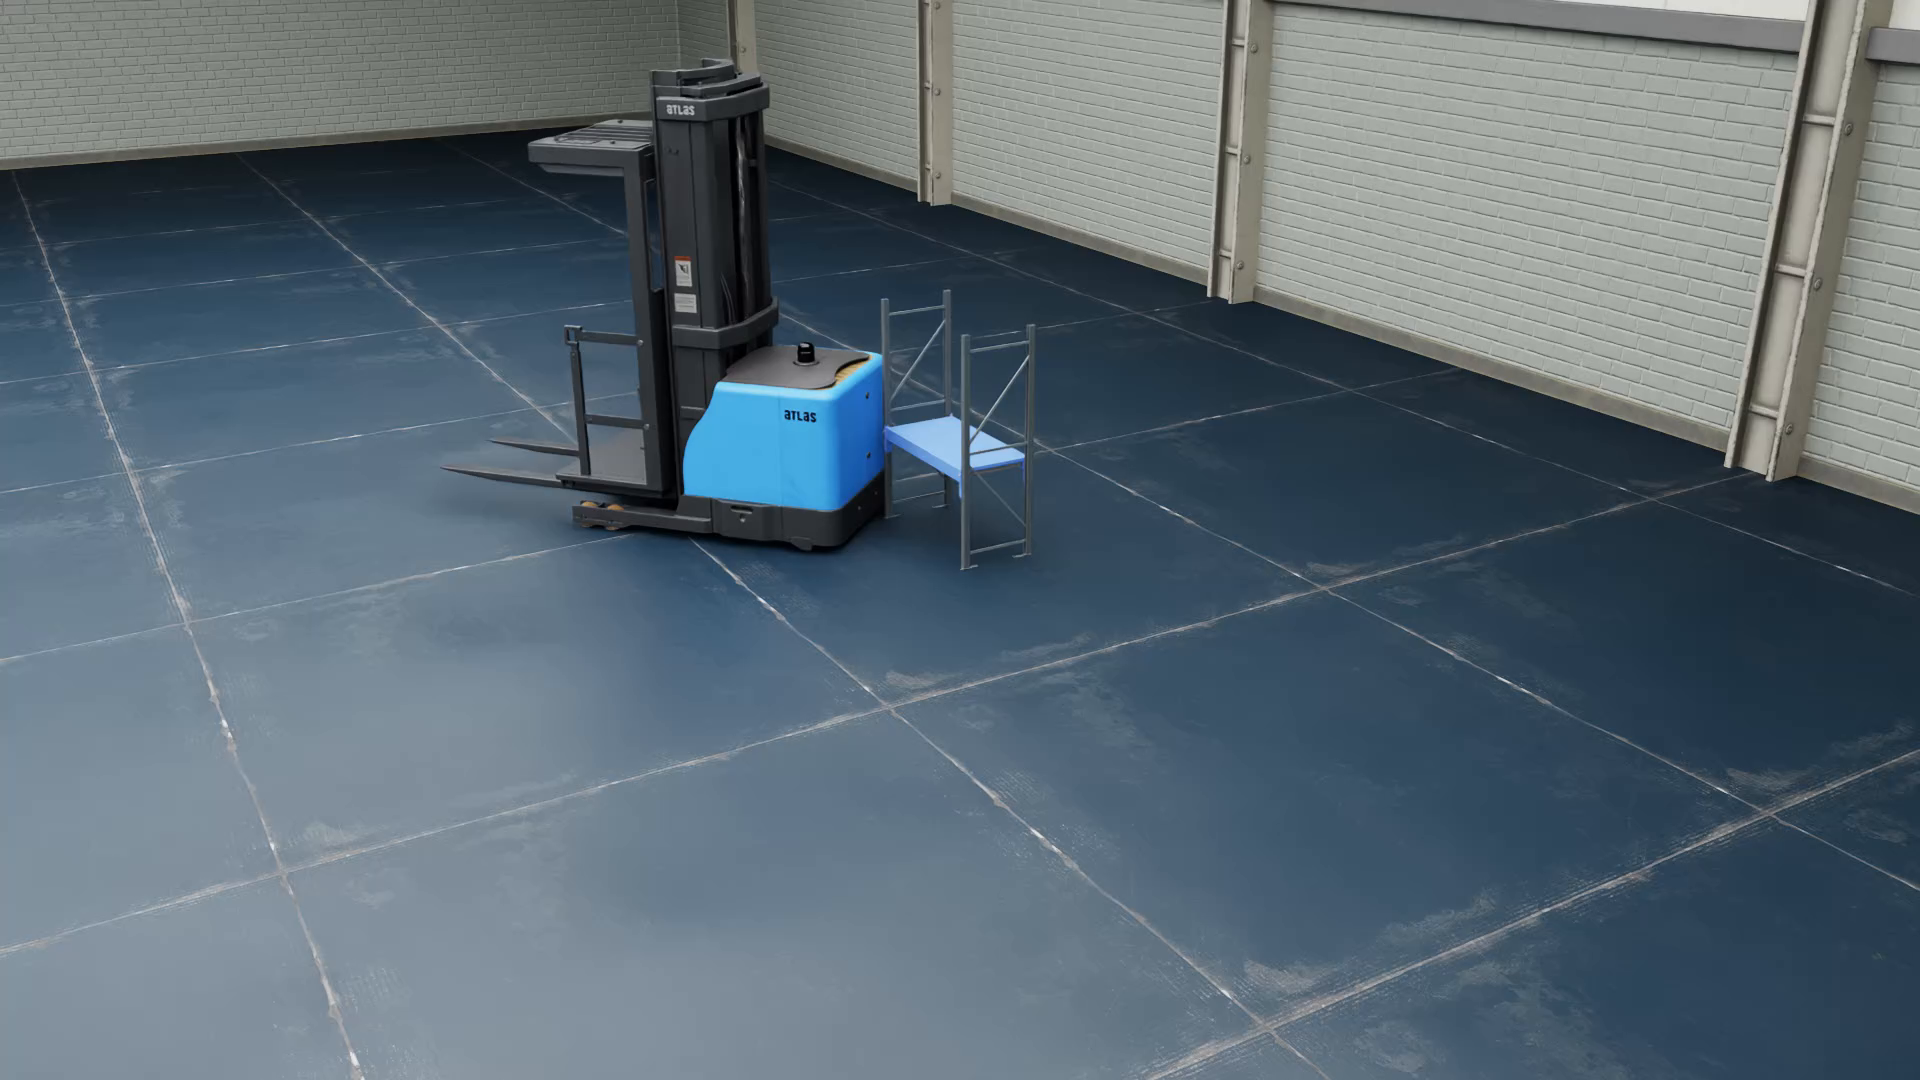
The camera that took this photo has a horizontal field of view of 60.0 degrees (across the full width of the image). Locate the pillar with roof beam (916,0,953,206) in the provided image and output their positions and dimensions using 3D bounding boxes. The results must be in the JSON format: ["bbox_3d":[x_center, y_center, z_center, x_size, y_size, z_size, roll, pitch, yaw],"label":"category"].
[{"bbox_3d":[-4.023,-7.733,17.885,9.100,9.000,0.400,-13,25,-28],"label":"pillar with roof beam"}]

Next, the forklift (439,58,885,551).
[{"bbox_3d":[-2.049,-1.600,10.855,3.031,2.935,1.130,7,23,16],"label":"forklift"}]

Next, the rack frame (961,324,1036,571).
[{"bbox_3d":[0.232,-0.554,10.184,0.500,1.500,0.032,-12,25,-28],"label":"rack frame"}]

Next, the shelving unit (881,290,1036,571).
[{"bbox_3d":[-0.024,-0.720,10.590,0.538,1.500,1.048,-12,25,-28],"label":"shelving unit"}]

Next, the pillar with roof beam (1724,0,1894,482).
[{"bbox_3d":[2.107,-3.848,8.328,9.100,9.000,0.400,-13,25,-28],"label":"pillar with roof beam"}]

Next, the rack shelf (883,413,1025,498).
[{"bbox_3d":[-0.024,-0.553,10.658,0.538,0.185,1.000,-12,25,-28],"label":"rack shelf"}]

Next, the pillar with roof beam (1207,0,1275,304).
[{"bbox_3d":[-0.958,-5.791,13.107,9.100,9.000,0.400,-13,25,-28],"label":"pillar with roof beam"}]

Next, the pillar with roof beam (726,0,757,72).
[{"bbox_3d":[-7.088,-9.675,22.664,9.100,9.000,0.400,-13,25,-28],"label":"pillar with roof beam"}]

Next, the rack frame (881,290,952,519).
[{"bbox_3d":[-0.281,-0.885,10.997,0.500,1.500,0.032,-12,25,-28],"label":"rack frame"}]
